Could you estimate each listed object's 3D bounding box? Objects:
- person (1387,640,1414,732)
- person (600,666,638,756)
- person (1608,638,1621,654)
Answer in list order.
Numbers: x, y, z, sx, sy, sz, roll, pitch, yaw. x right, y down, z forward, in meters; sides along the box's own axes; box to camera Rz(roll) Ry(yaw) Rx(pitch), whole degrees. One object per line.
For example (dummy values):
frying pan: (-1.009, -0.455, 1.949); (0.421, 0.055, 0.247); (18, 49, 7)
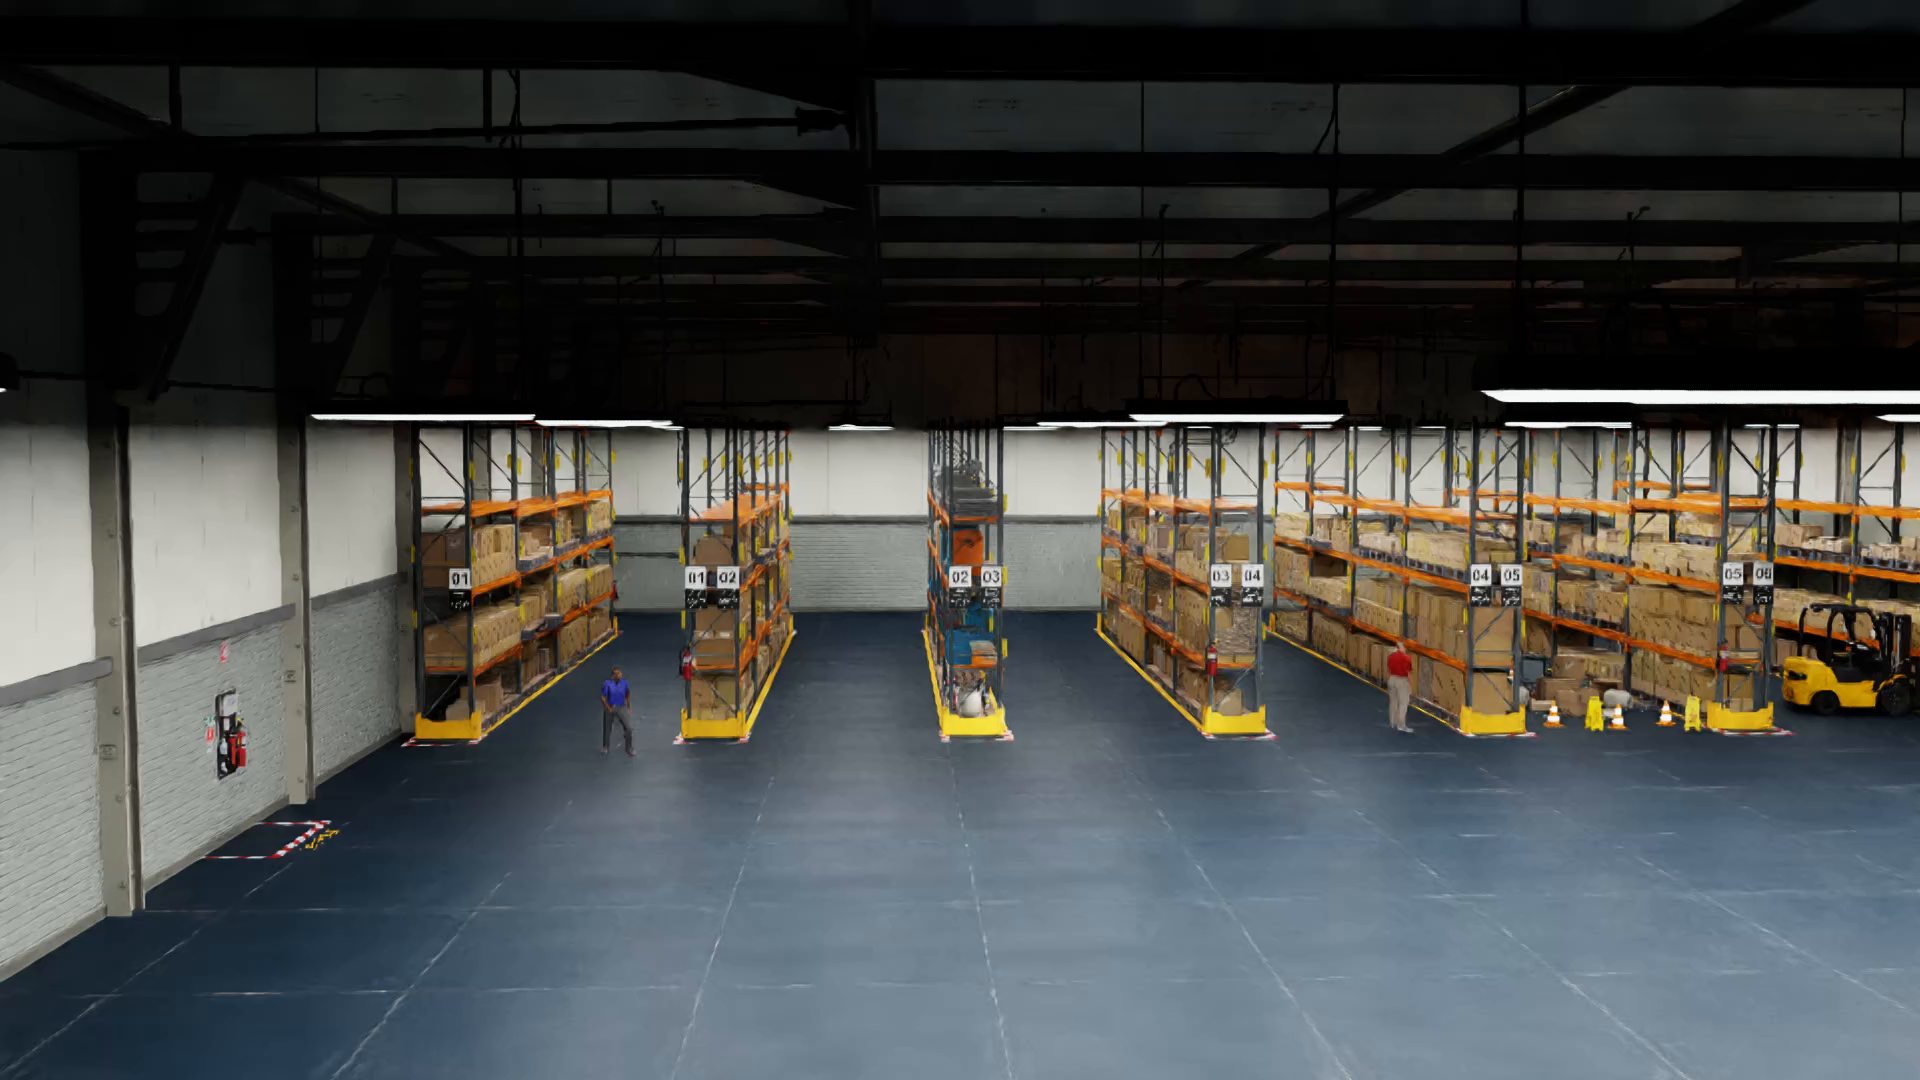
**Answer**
person: (8.438, 2.771, 31.800); (0.449, 1.737, 0.595); (-3, 4, -34)
person: (-6.067, 2.997, 29.425); (0.612, 1.588, 0.825); (-1, 4, -20)
person: (16.443, 2.138, 41.973); (0.544, 1.667, 0.572); (2, 4, 29)
